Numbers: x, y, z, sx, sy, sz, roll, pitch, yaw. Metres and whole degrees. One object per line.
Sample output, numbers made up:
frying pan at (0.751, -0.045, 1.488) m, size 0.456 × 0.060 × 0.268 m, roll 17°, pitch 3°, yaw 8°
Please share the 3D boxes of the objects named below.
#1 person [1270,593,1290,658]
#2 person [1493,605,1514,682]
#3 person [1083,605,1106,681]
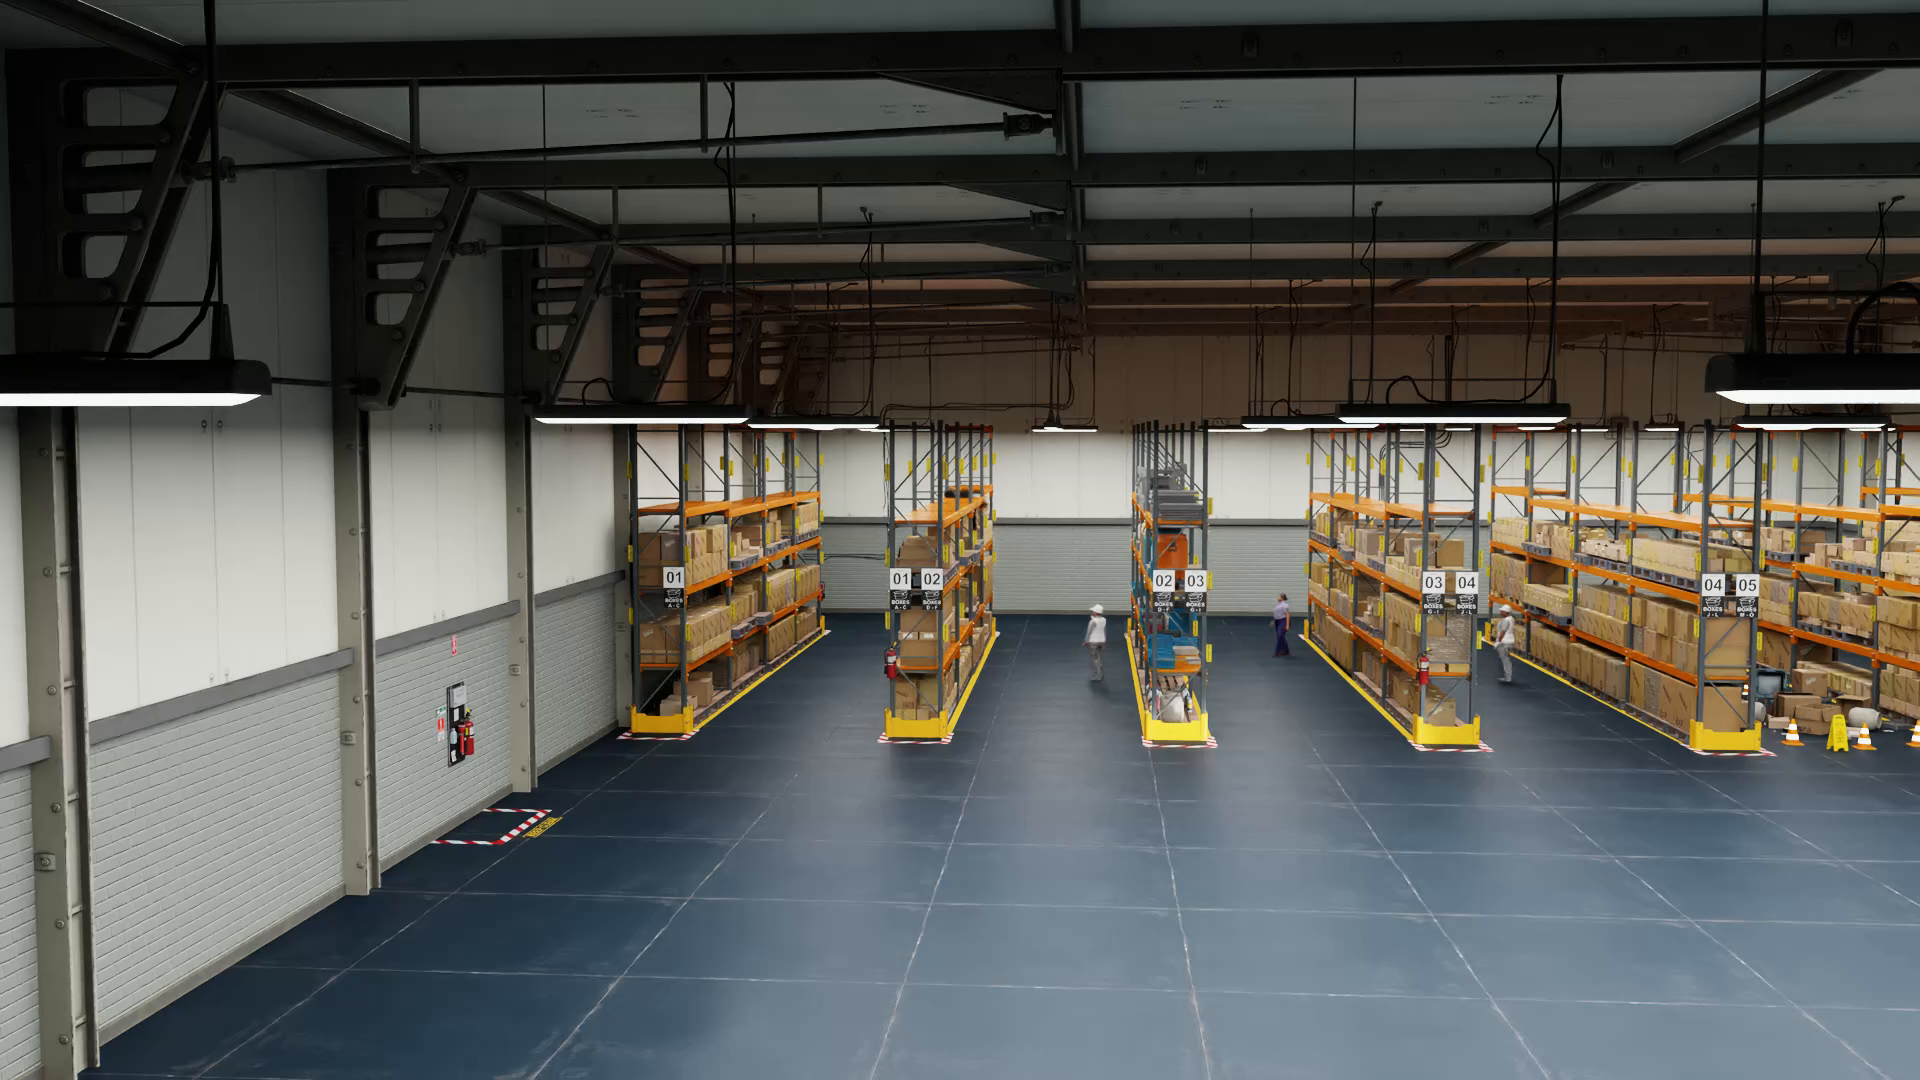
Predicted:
person at (8.251, 2.191, 42.921) m, size 0.733 × 1.646 × 0.545 m, roll -2°, pitch 4°, yaw -32°
person at (12.589, 2.403, 38.487) m, size 0.595 × 1.827 × 0.475 m, roll -3°, pitch 5°, yaw -38°
person at (3.107, 2.374, 38.720) m, size 0.562 × 1.762 × 0.648 m, roll -3°, pitch 5°, yaw -39°
